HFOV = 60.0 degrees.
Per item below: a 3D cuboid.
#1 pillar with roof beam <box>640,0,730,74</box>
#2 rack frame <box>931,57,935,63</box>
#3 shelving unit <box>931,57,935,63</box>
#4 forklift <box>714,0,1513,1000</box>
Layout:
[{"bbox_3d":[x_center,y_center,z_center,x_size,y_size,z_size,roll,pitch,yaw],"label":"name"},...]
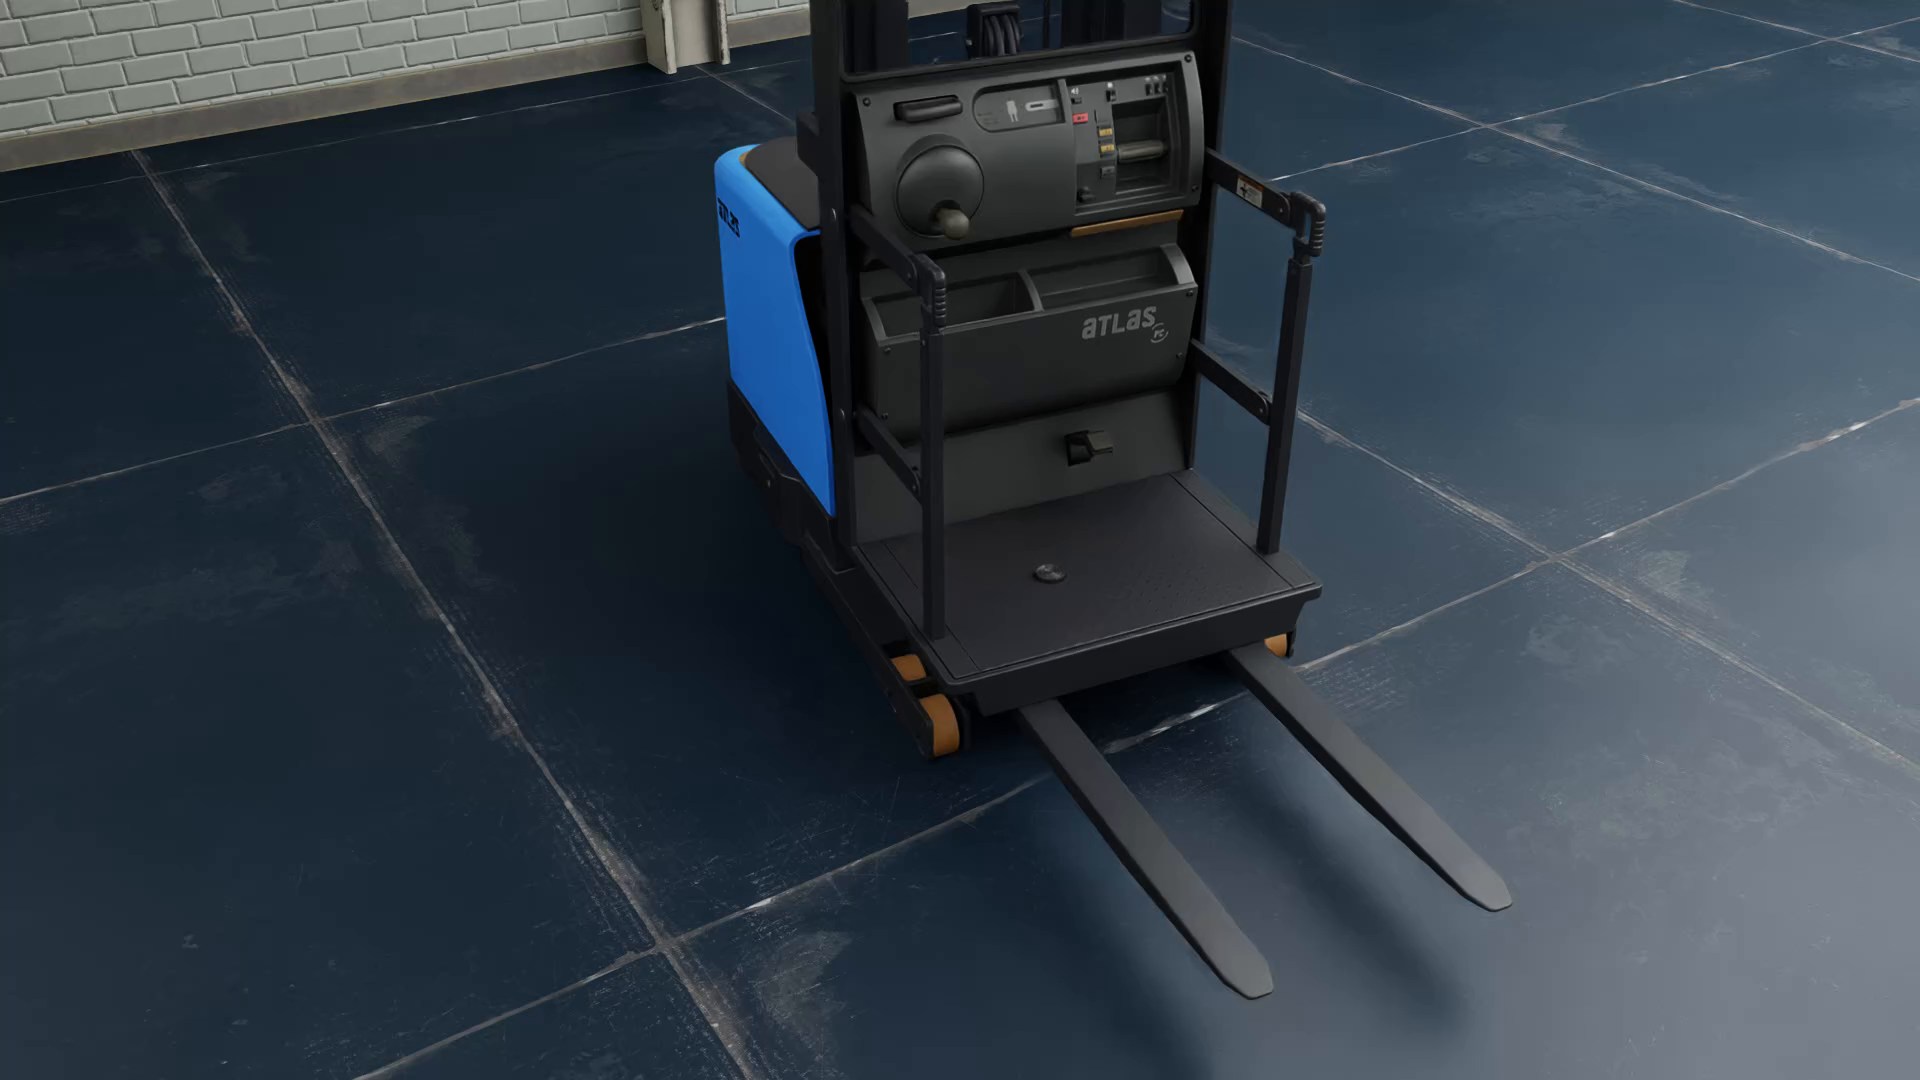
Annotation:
[{"bbox_3d":[0.756,-4.649,4.186,0.400,9.000,9.100,-19,37,-27],"label":"pillar with roof beam"},{"bbox_3d":[-0.131,-1.049,5.789,0.006,1.200,0.240,12,34,18],"label":"rack frame"},{"bbox_3d":[-0.216,-1.068,5.818,0.189,1.200,0.258,12,34,18],"label":"shelving unit"},{"bbox_3d":[0.278,-0.933,3.982,1.130,2.935,3.031,-13,35,-20],"label":"forklift"}]
